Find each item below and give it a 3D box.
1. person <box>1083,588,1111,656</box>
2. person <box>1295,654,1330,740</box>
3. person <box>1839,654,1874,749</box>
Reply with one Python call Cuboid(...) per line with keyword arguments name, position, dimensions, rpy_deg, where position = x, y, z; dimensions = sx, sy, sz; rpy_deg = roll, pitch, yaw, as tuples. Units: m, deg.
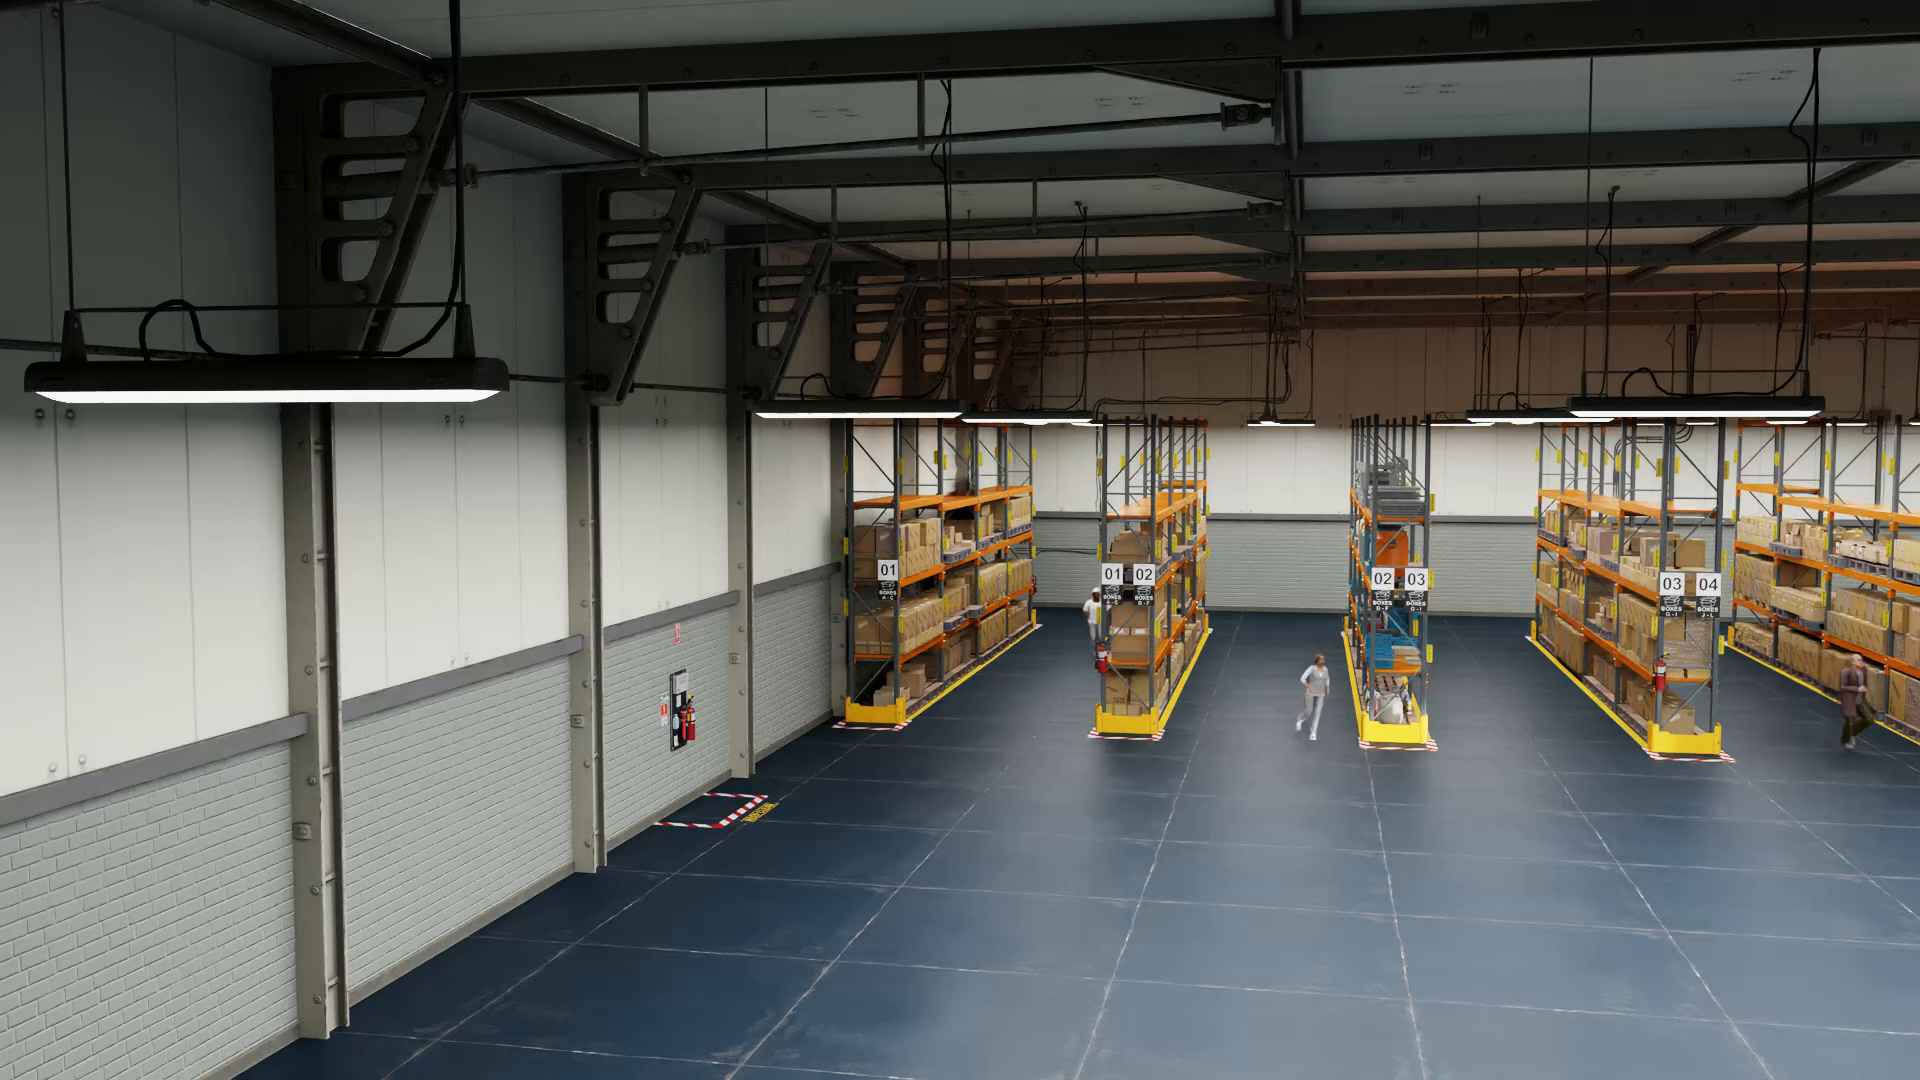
Cuboid(name="person", position=(3.416, 2.077, 41.596), dimensions=(0.682, 1.733, 0.617), rpy_deg=(0, 4, 6))
Cuboid(name="person", position=(6.621, 2.885, 30.852), dimensions=(0.601, 1.552, 0.786), rpy_deg=(-1, 4, -9))
Cuboid(name="person", position=(15.928, 2.878, 29.535), dimensions=(0.759, 1.729, 0.794), rpy_deg=(-1, 4, -12))
